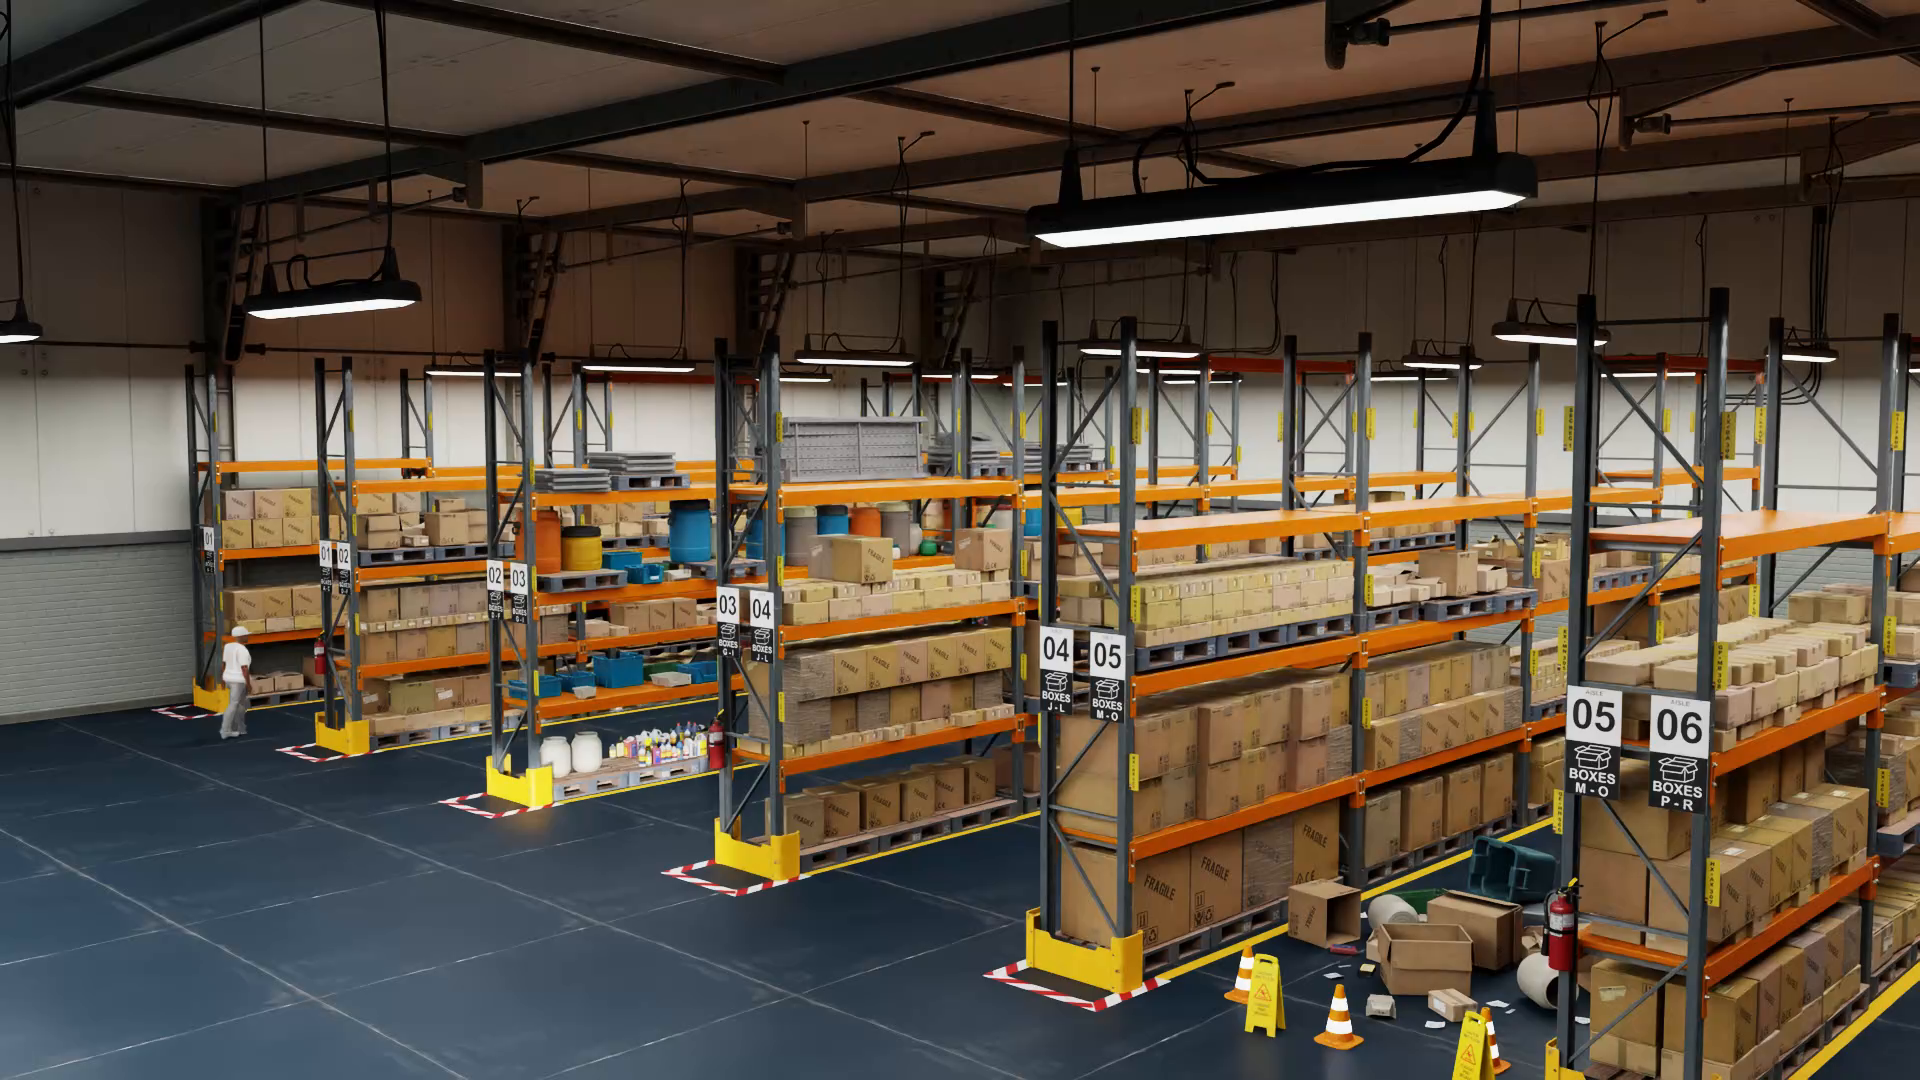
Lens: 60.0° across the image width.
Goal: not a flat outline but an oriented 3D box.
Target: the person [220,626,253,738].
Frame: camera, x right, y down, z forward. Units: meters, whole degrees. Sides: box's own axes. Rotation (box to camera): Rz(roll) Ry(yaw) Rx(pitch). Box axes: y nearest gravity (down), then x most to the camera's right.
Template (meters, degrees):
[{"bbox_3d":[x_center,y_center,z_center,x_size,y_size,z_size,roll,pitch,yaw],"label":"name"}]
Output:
[{"bbox_3d":[-11.524,2.283,26.464,0.619,1.809,0.602,3,5,36],"label":"person"}]
